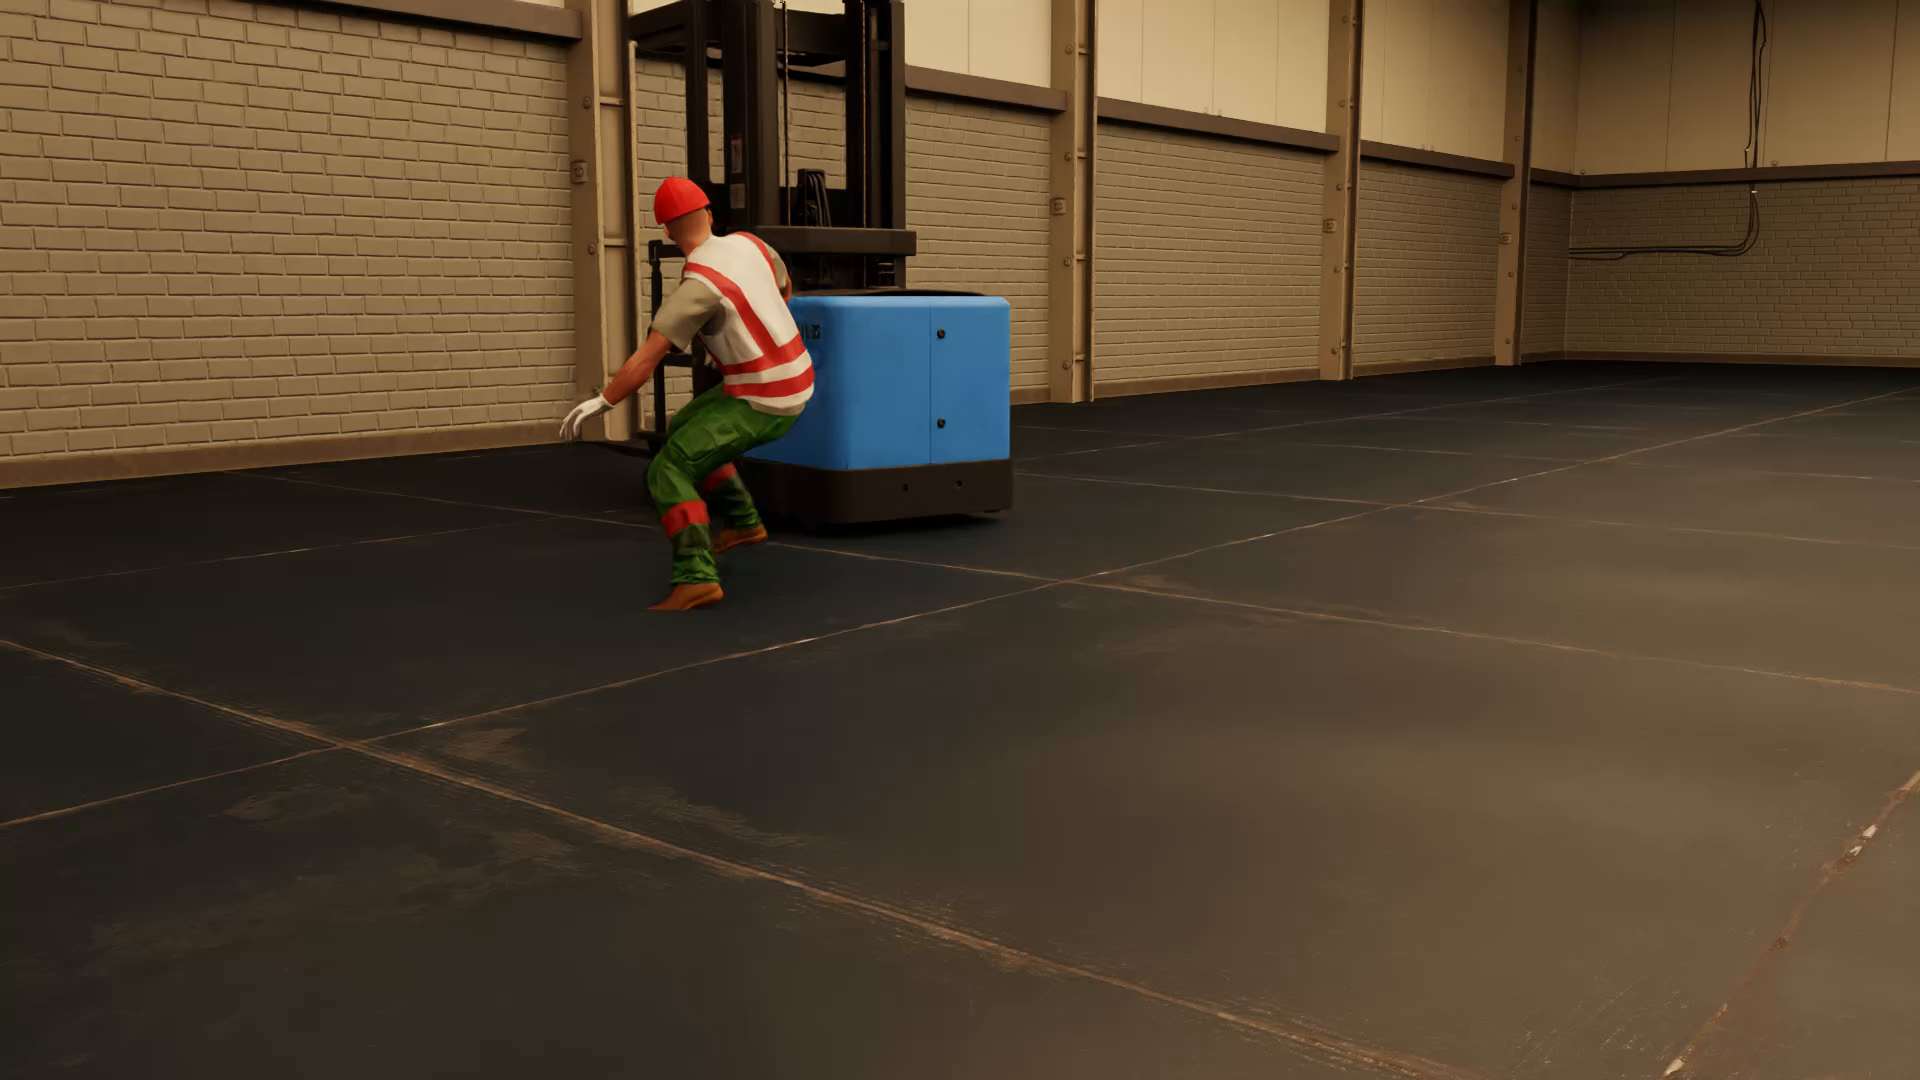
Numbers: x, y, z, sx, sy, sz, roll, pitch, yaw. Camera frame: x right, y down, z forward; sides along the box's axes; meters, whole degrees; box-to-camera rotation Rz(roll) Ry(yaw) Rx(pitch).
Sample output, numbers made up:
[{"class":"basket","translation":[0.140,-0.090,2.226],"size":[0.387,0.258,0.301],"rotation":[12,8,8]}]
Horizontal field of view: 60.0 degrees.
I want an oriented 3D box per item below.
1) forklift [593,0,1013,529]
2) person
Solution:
[{"class":"forklift","translation":[-1.020,-1.666,8.669],"size":[1.130,2.935,3.031],"rotation":[-6,10,-36]},{"class":"person","translation":[-0.953,-0.535,6.047],"size":[0.777,1.540,0.898],"rotation":[2,8,12]}]
